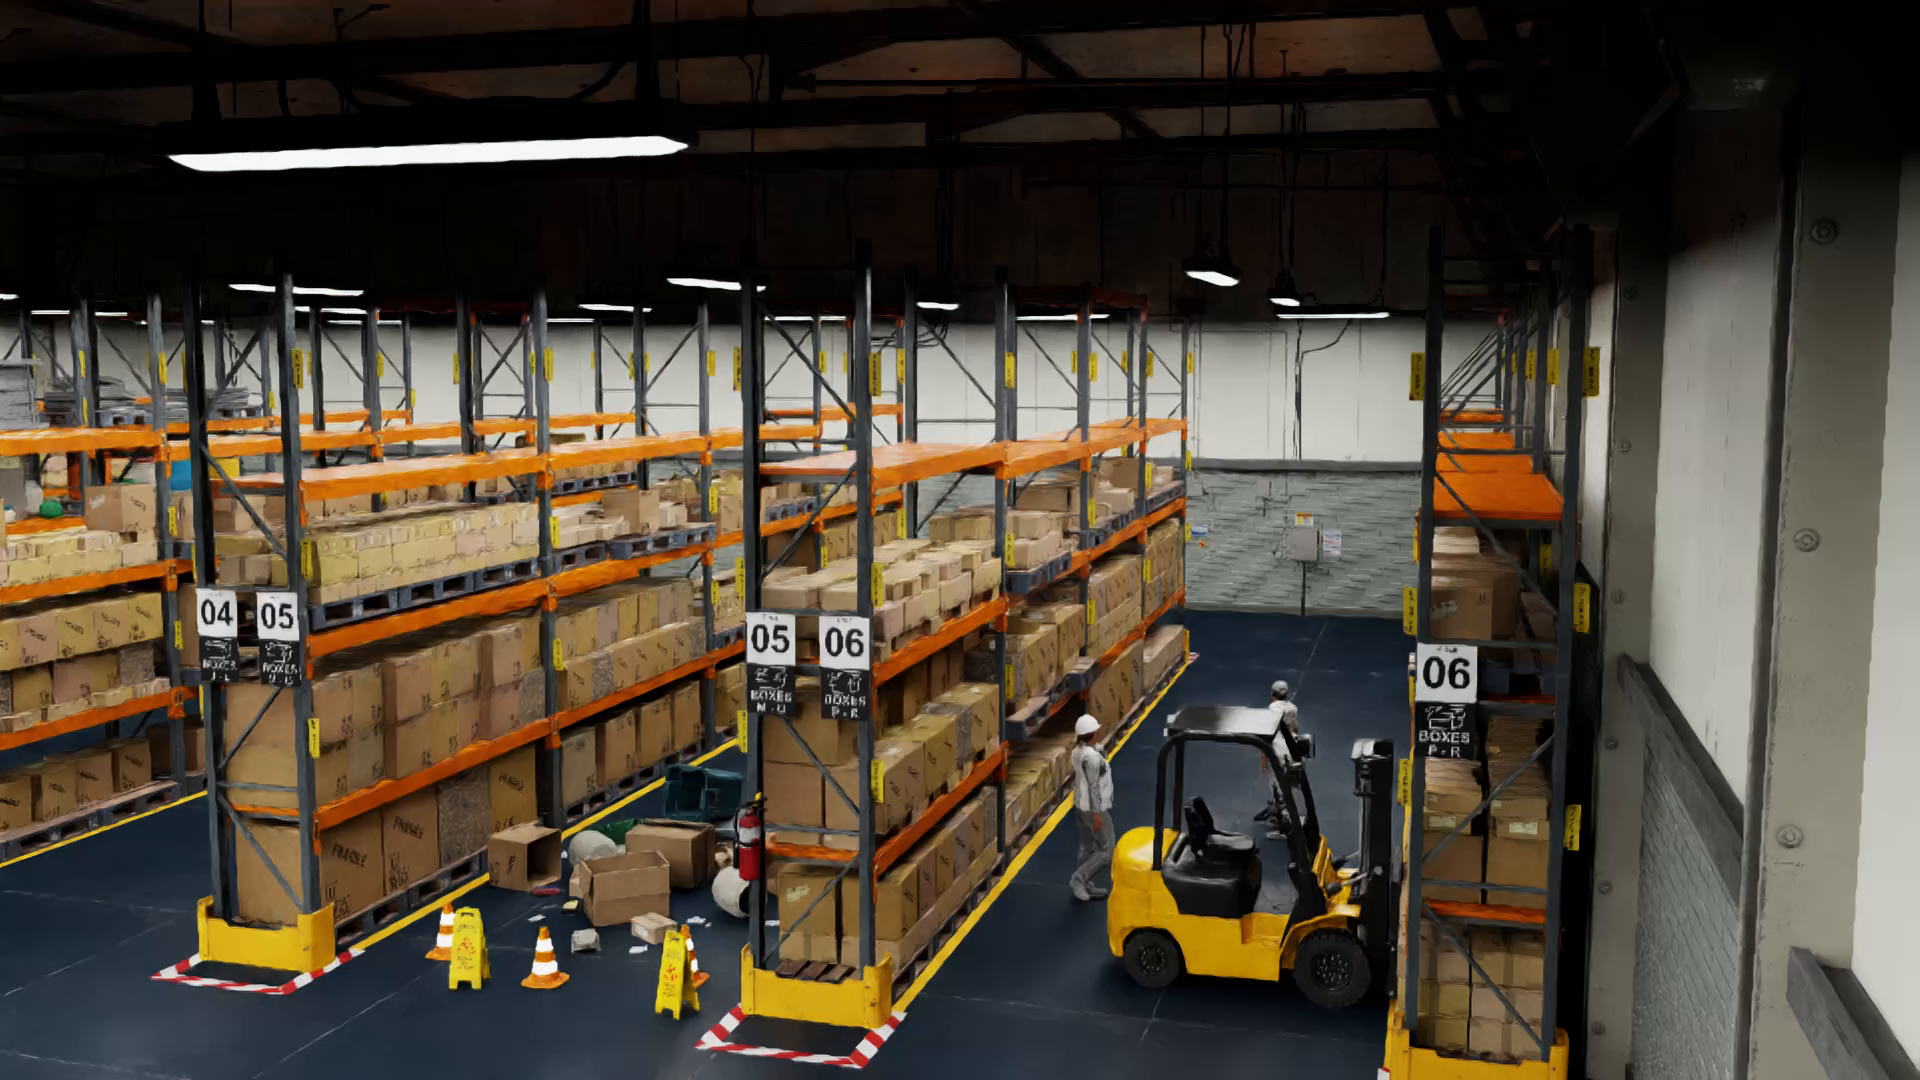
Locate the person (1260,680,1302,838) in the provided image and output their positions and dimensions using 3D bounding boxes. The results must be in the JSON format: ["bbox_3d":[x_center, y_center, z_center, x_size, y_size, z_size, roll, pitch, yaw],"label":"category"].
[{"bbox_3d":[3.423,2.327,17.950,0.552,1.658,0.605,6,9,43],"label":"person"}]

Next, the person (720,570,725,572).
[{"bbox_3d":[-3.856,1.288,27.565,0.598,1.619,0.507,2,7,14],"label":"person"}]

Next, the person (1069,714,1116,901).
[{"bbox_3d":[1.224,2.532,15.716,0.436,1.767,0.570,-1,7,-12],"label":"person"}]
